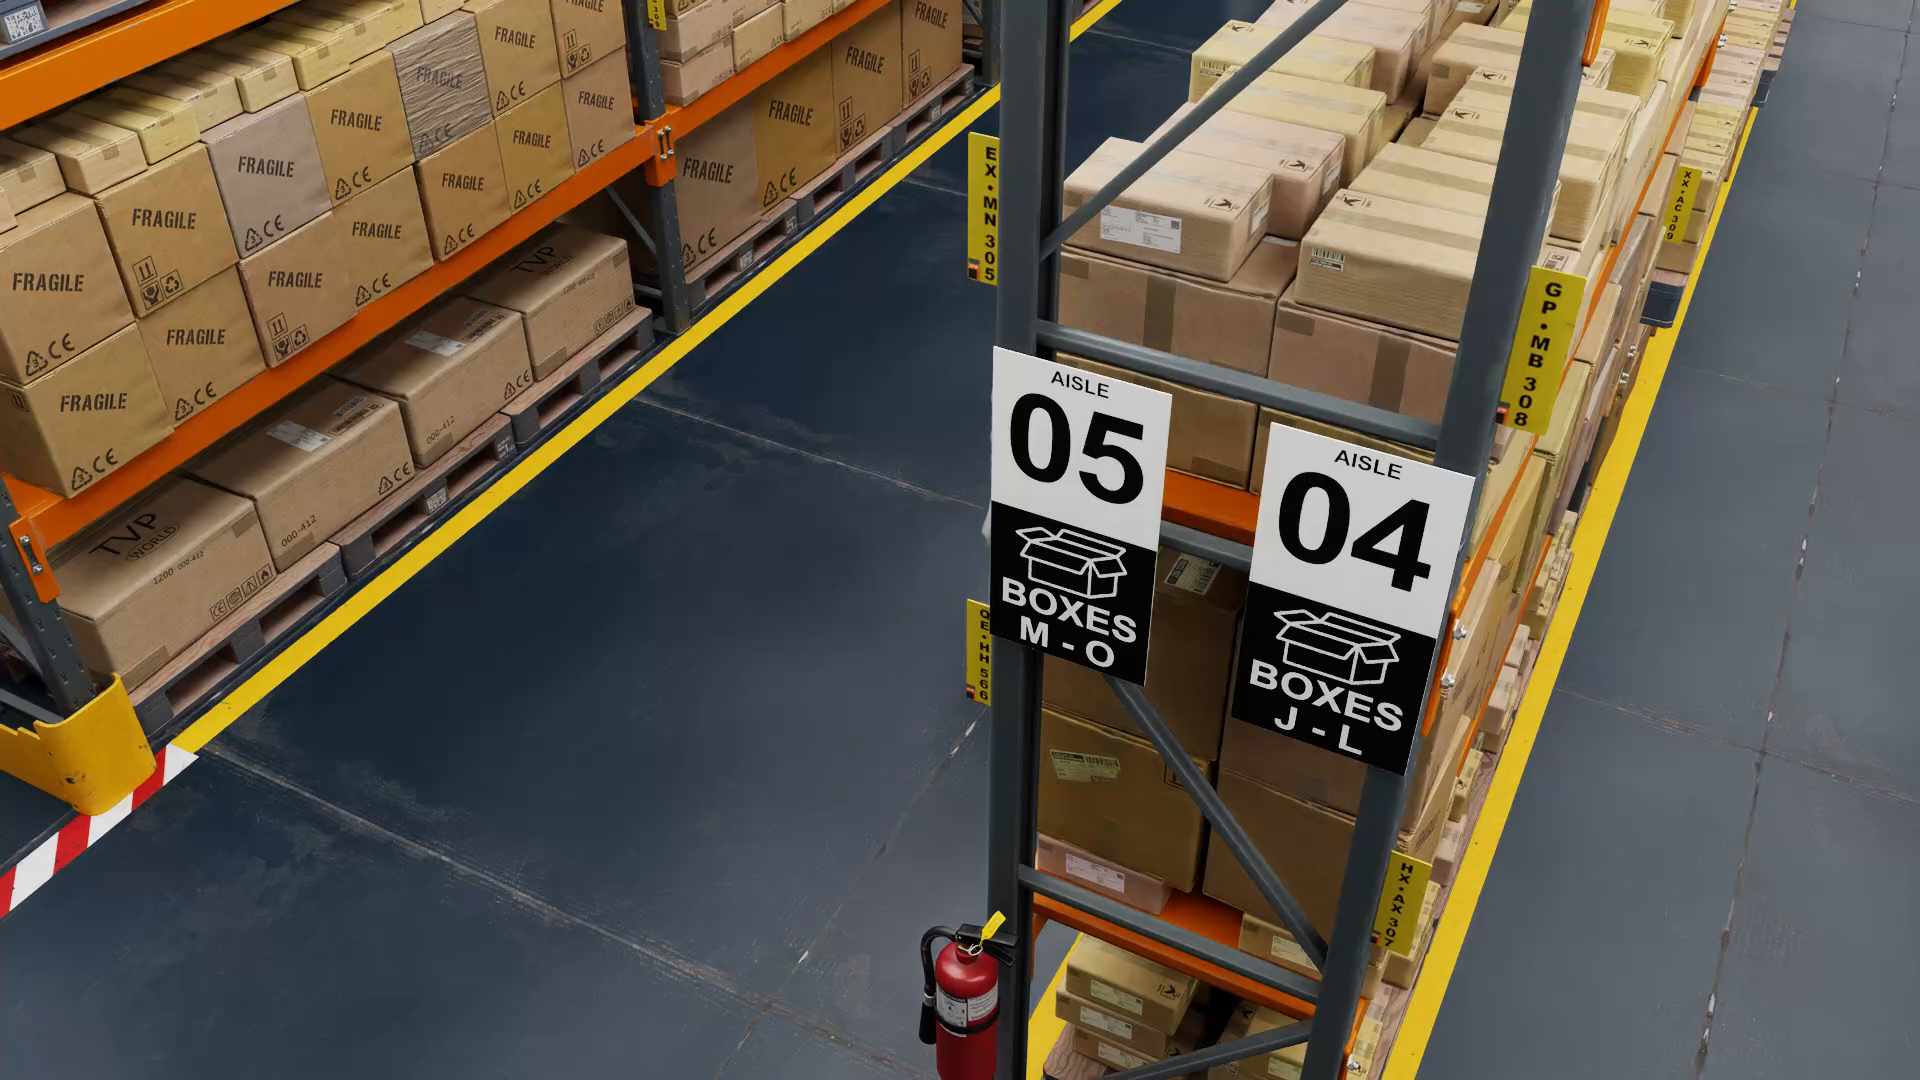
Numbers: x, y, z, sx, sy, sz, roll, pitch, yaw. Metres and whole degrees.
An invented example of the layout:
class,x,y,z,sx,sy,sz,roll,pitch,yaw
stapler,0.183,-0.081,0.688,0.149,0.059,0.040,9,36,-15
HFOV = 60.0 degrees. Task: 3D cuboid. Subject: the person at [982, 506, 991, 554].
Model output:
class,x,y,z,sx,sy,sz,roll,pitch,yaw
person,0.372,-0.100,7.136,0.535,1.349,0.722,25,45,28
